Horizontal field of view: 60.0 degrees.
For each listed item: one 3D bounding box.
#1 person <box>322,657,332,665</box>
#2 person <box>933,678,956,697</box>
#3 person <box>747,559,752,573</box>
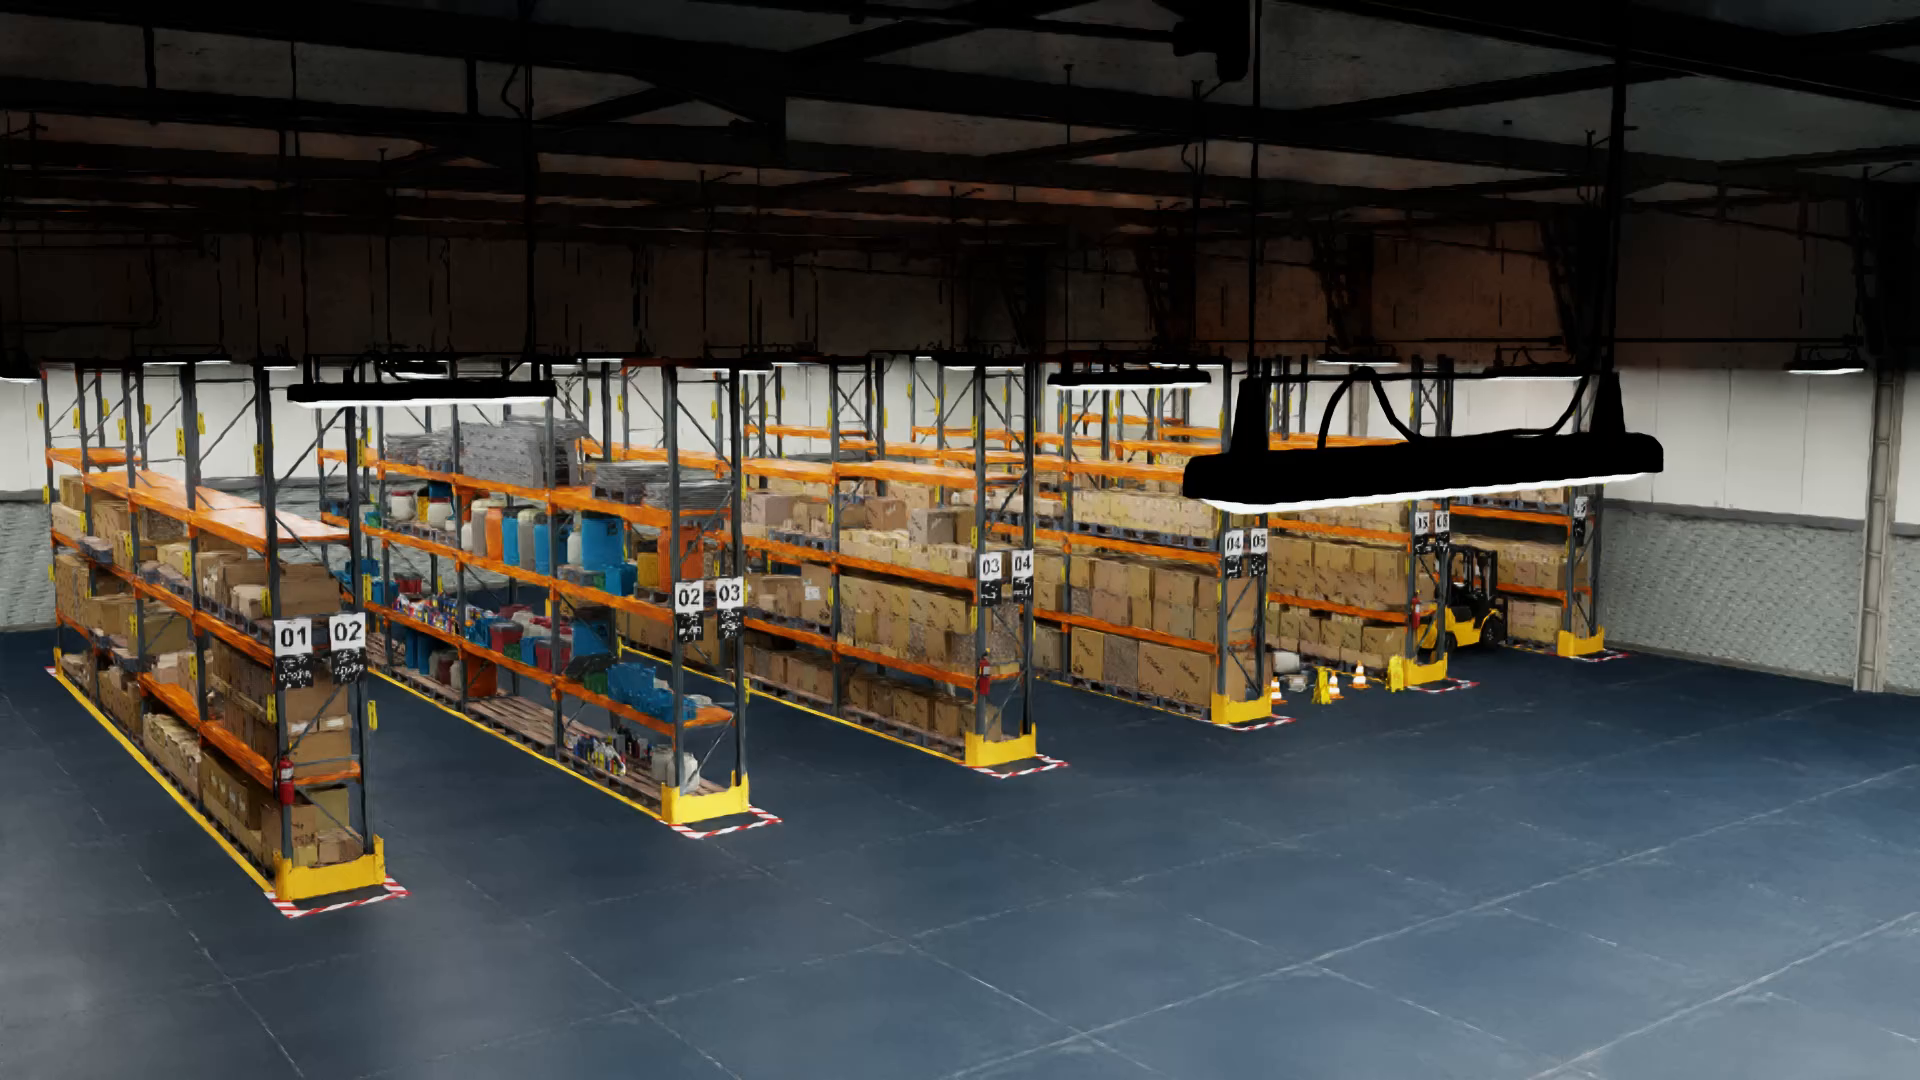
[{"bbox_3d":[-12.214,1.670,31.946,0.528,1.662,0.557,-1,7,-8],"label":"person"},{"bbox_3d":[-0.227,1.984,28.892,0.595,1.762,0.475,3,7,23],"label":"person"},{"bbox_3d":[-4.678,1.169,35.865,0.566,1.706,1.122,-5,8,-33],"label":"person"}]
